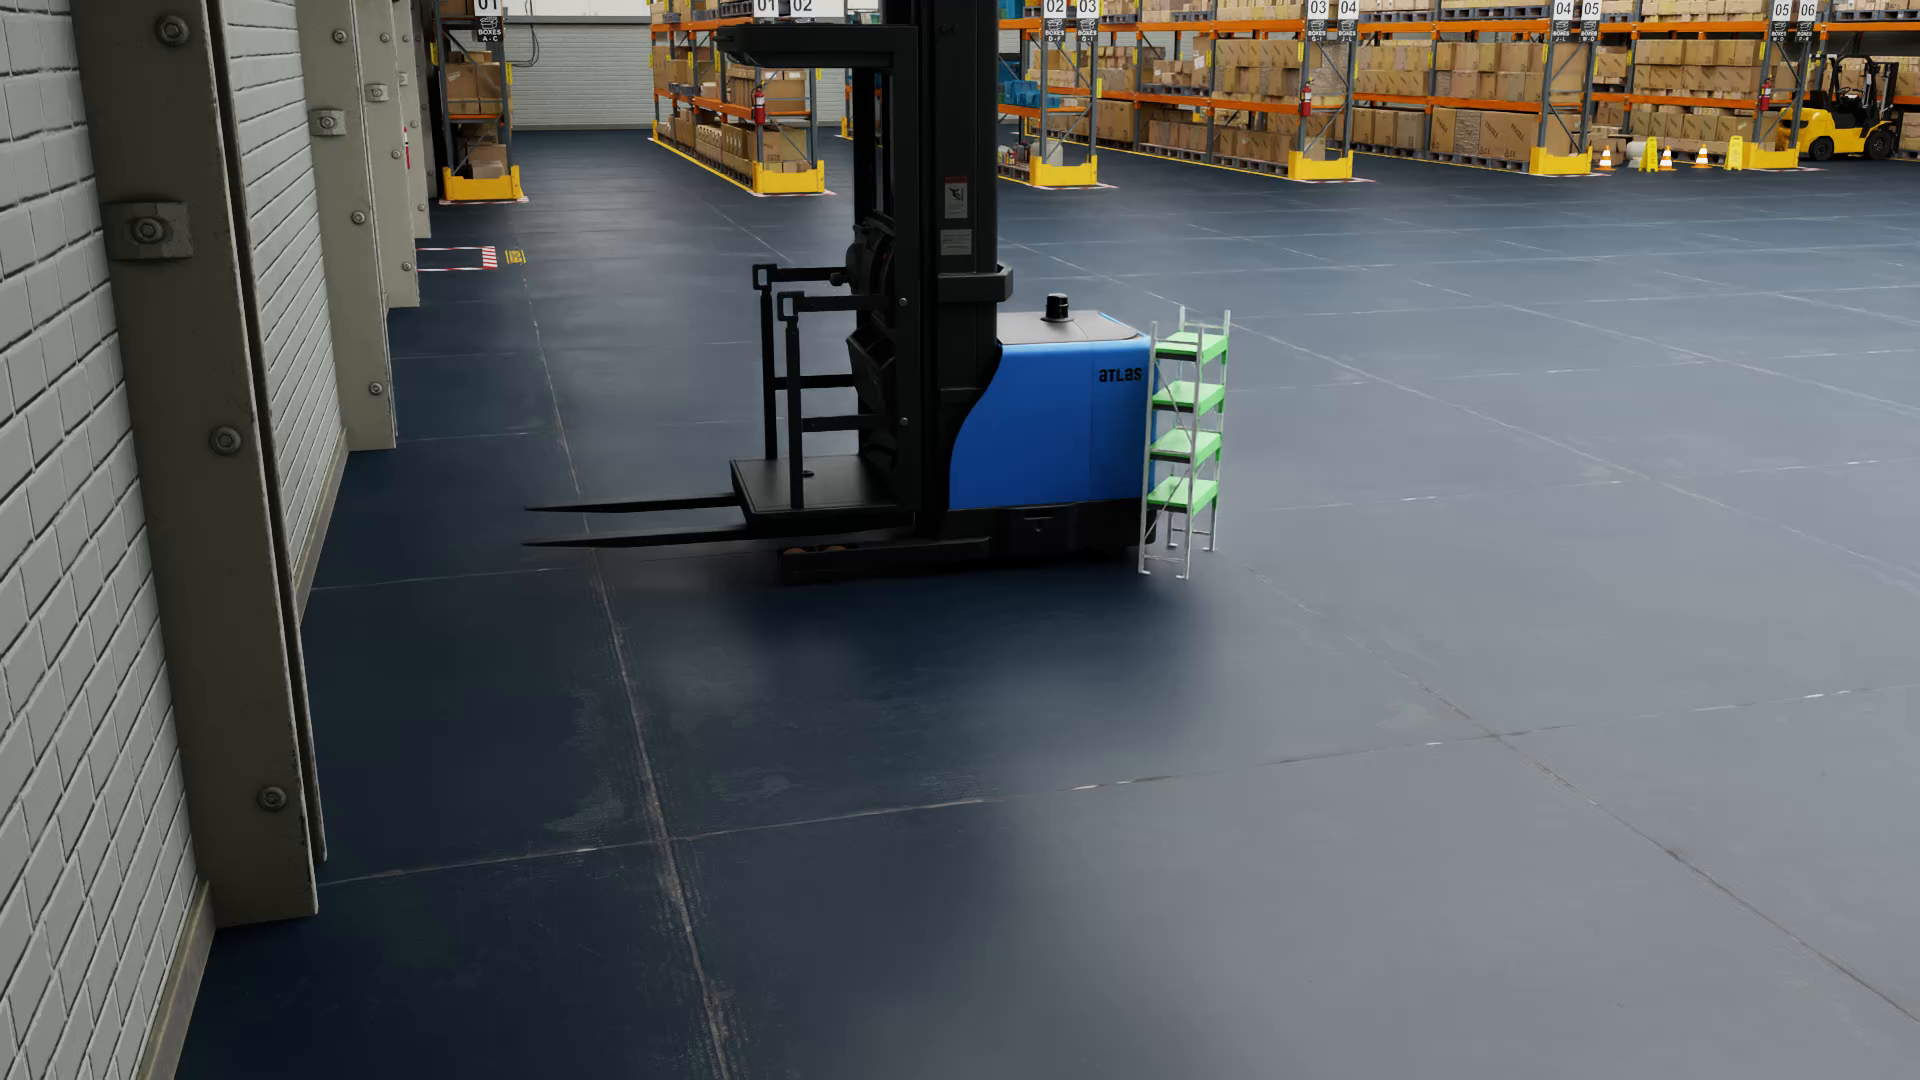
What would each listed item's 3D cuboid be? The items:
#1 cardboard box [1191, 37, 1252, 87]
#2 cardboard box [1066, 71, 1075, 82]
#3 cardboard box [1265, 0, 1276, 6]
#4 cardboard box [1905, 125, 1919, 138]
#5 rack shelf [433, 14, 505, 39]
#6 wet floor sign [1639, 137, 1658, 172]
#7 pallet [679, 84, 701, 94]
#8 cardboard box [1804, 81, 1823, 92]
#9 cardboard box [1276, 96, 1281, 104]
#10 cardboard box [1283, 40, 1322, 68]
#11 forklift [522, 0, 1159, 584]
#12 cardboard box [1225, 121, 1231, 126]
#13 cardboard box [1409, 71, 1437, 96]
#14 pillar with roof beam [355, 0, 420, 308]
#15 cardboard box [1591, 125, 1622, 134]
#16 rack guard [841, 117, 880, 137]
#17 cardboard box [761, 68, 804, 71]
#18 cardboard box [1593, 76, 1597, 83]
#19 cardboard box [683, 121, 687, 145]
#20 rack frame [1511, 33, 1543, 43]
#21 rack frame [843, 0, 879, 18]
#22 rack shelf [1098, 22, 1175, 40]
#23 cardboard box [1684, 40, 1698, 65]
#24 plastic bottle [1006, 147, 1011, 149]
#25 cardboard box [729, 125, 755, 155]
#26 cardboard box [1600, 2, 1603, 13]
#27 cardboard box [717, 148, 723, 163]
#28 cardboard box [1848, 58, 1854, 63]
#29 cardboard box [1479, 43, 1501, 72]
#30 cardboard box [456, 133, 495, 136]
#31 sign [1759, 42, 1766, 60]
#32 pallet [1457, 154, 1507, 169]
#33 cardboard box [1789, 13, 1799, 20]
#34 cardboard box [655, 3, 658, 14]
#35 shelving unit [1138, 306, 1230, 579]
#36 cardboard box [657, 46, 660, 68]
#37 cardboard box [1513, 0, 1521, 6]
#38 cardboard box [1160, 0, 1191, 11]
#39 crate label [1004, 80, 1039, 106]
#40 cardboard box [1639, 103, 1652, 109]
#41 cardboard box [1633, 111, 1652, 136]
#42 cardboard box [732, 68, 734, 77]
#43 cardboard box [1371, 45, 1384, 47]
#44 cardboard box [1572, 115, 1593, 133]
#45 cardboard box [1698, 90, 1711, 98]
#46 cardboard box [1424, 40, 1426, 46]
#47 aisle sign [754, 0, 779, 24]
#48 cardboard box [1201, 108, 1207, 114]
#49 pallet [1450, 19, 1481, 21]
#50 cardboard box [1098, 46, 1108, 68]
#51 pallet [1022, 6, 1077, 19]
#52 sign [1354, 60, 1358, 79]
[{"bbox_3d":[5.462,-9.905,34.439,1.000,1.000,1.000,-5,17,-15],"label":"cardboard box"},{"bbox_3d":[2.974,-11.570,41.501,0.500,0.250,0.500,-5,17,-16],"label":"cardboard box"},{"bbox_3d":[5.918,-10.047,31.040,0.380,0.149,0.250,-6,18,-18],"label":"cardboard box"},{"bbox_3d":[20.383,-8.629,35.146,0.500,0.250,0.500,-5,17,-16],"label":"cardboard box"},{"bbox_3d":[-8.192,-8.550,27.737,1.077,0.370,4.000,-5,17,-15],"label":"rack shelf"},{"bbox_3d":[13.354,-7.464,32.180,0.267,0.644,0.232,-8,18,-25],"label":"wet floor sign"},{"bbox_3d":[-5.618,-9.955,36.714,1.003,0.211,1.213,-5,17,-15],"label":"pallet"},{"bbox_3d":[19.456,-10.409,38.152,0.500,0.250,0.500,-4,17,-14],"label":"cardboard box"},{"bbox_3d":[6.128,-8.226,31.060,0.380,0.149,0.250,-5,17,-15],"label":"cardboard box"},{"bbox_3d":[6.256,-8.881,30.374,0.500,0.500,0.500,-5,17,-15],"label":"cardboard box"},{"bbox_3d":[-0.607,-1.363,7.895,3.031,2.935,1.130,-4,17,-13],"label":"forklift"},{"bbox_3d":[7.319,-11.108,44.442,0.380,0.149,0.250,-5,17,-15],"label":"cardboard box"},{"bbox_3d":[9.942,-9.721,35.426,0.500,0.500,0.500,-5,17,-16],"label":"cardboard box"},{"bbox_3d":[-1.230,-6.924,15.860,9.100,9.000,0.400,-5,17,-15],"label":"pillar with roof beam"},{"bbox_3d":[14.727,-9.255,37.887,0.950,0.372,0.625,-4,17,-12],"label":"cardboard box"},{"bbox_3d":[-2.533,-10.922,43.942,1.175,0.500,0.348,-5,17,-15],"label":"rack guard"},{"bbox_3d":[-3.011,-8.111,27.811,0.700,0.500,0.500,-5,17,-15],"label":"cardboard box"},{"bbox_3d":[14.433,-10.383,37.512,0.380,0.149,0.250,-5,17,-15],"label":"cardboard box"},{"bbox_3d":[-5.854,-9.051,36.951,0.500,0.500,0.500,-5,18,-17],"label":"cardboard box"},{"bbox_3d":[16.548,-13.682,48.786,1.000,3.000,0.127,-5,17,-15],"label":"rack frame"},{"bbox_3d":[-2.514,-14.986,42.701,1.000,3.000,0.127,-5,17,-15],"label":"rack frame"},{"bbox_3d":[3.897,-11.937,39.015,1.077,0.370,4.000,-5,17,-15],"label":"rack shelf"},{"bbox_3d":[15.449,-10.078,34.361,0.700,0.500,0.500,-5,17,-16],"label":"cardboard box"},{"bbox_3d":[0.911,-7.293,31.487,0.152,0.276,0.135,-5,17,-15],"label":"plastic bottle"},{"bbox_3d":[-3.879,-7.217,30.011,0.500,0.500,0.500,-5,17,-15],"label":"cardboard box"},{"bbox_3d":[14.501,-11.967,37.392,0.500,0.250,0.500,-4,17,-15],"label":"cardboard box"},{"bbox_3d":[-4.373,-7.379,31.854,0.500,0.250,0.500,-5,17,-16],"label":"cardboard box"},{"bbox_3d":[19.886,-10.617,36.764,0.380,0.149,0.250,-5,17,-16],"label":"cardboard box"},{"bbox_3d":[10.843,-9.585,33.009,0.875,0.550,0.500,-5,17,-15],"label":"cardboard box"},{"bbox_3d":[-9.252,-7.510,31.819,0.700,0.500,0.500,-4,17,-15],"label":"cardboard box"},{"bbox_3d":[15.634,-9.530,32.403,0.100,0.325,0.005,-5,17,-15],"label":"sign"},{"bbox_3d":[10.815,-7.660,33.585,1.003,0.211,1.213,-5,17,-15],"label":"pallet"},{"bbox_3d":[16.395,-10.296,32.738,0.380,0.149,0.250,-5,17,-15],"label":"cardboard box"},{"bbox_3d":[-7.113,-12.888,40.319,0.500,0.250,0.500,-5,17,-15],"label":"cardboard box"},{"bbox_3d":[1.068,-0.470,7.923,0.258,1.200,0.503,8,18,21],"label":"shelving unit"},{"bbox_3d":[-7.126,-11.823,40.686,0.500,0.500,0.500,-4,17,-14],"label":"cardboard box"},{"bbox_3d":[10.816,-10.284,31.795,0.380,0.149,0.250,-5,17,-15],"label":"cardboard box"},{"bbox_3d":[4.609,-11.586,35.553,0.500,0.500,0.500,-5,17,-17],"label":"cardboard box"},{"bbox_3d":[1.117,-8.192,30.449,0.502,0.435,0.616,-5,17,-15],"label":"crate label"},{"bbox_3d":[18.011,-11.341,43.481,0.380,0.149,0.250,-5,17,-15],"label":"cardboard box"},{"bbox_3d":[14.977,-9.028,36.039,0.500,0.500,0.500,-4,17,-13],"label":"cardboard box"},{"bbox_3d":[-3.951,-8.532,30.339,0.380,0.149,0.250,-5,17,-17],"label":"cardboard box"},{"bbox_3d":[11.783,-13.517,46.327,0.500,0.500,0.500,-5,17,-17],"label":"cardboard box"},{"bbox_3d":[13.371,-8.986,36.180,0.500,0.500,0.500,-5,17,-15],"label":"cardboard box"},{"bbox_3d":[15.446,-9.177,34.226,0.380,0.149,0.250,-5,17,-16],"label":"cardboard box"},{"bbox_3d":[12.517,-13.161,44.012,0.380,0.149,0.250,-4,17,-14],"label":"cardboard box"},{"bbox_3d":[-3.145,-8.501,27.018,0.394,0.787,0.004,-5,17,-15],"label":"aisle sign"},{"bbox_3d":[6.862,-11.818,45.772,0.380,0.149,0.250,-6,18,-18],"label":"cardboard box"},{"bbox_3d":[13.175,-13.277,42.557,0.805,0.209,1.217,-5,18,-17],"label":"pallet"},{"bbox_3d":[3.708,-11.560,39.804,0.797,0.503,0.637,-5,17,-15],"label":"cardboard box"},{"bbox_3d":[1.750,-9.270,29.214,1.003,0.211,1.213,-5,17,-15],"label":"pallet"},{"bbox_3d":[7.167,-8.537,30.152,0.100,0.325,0.005,-5,17,-15],"label":"sign"}]
